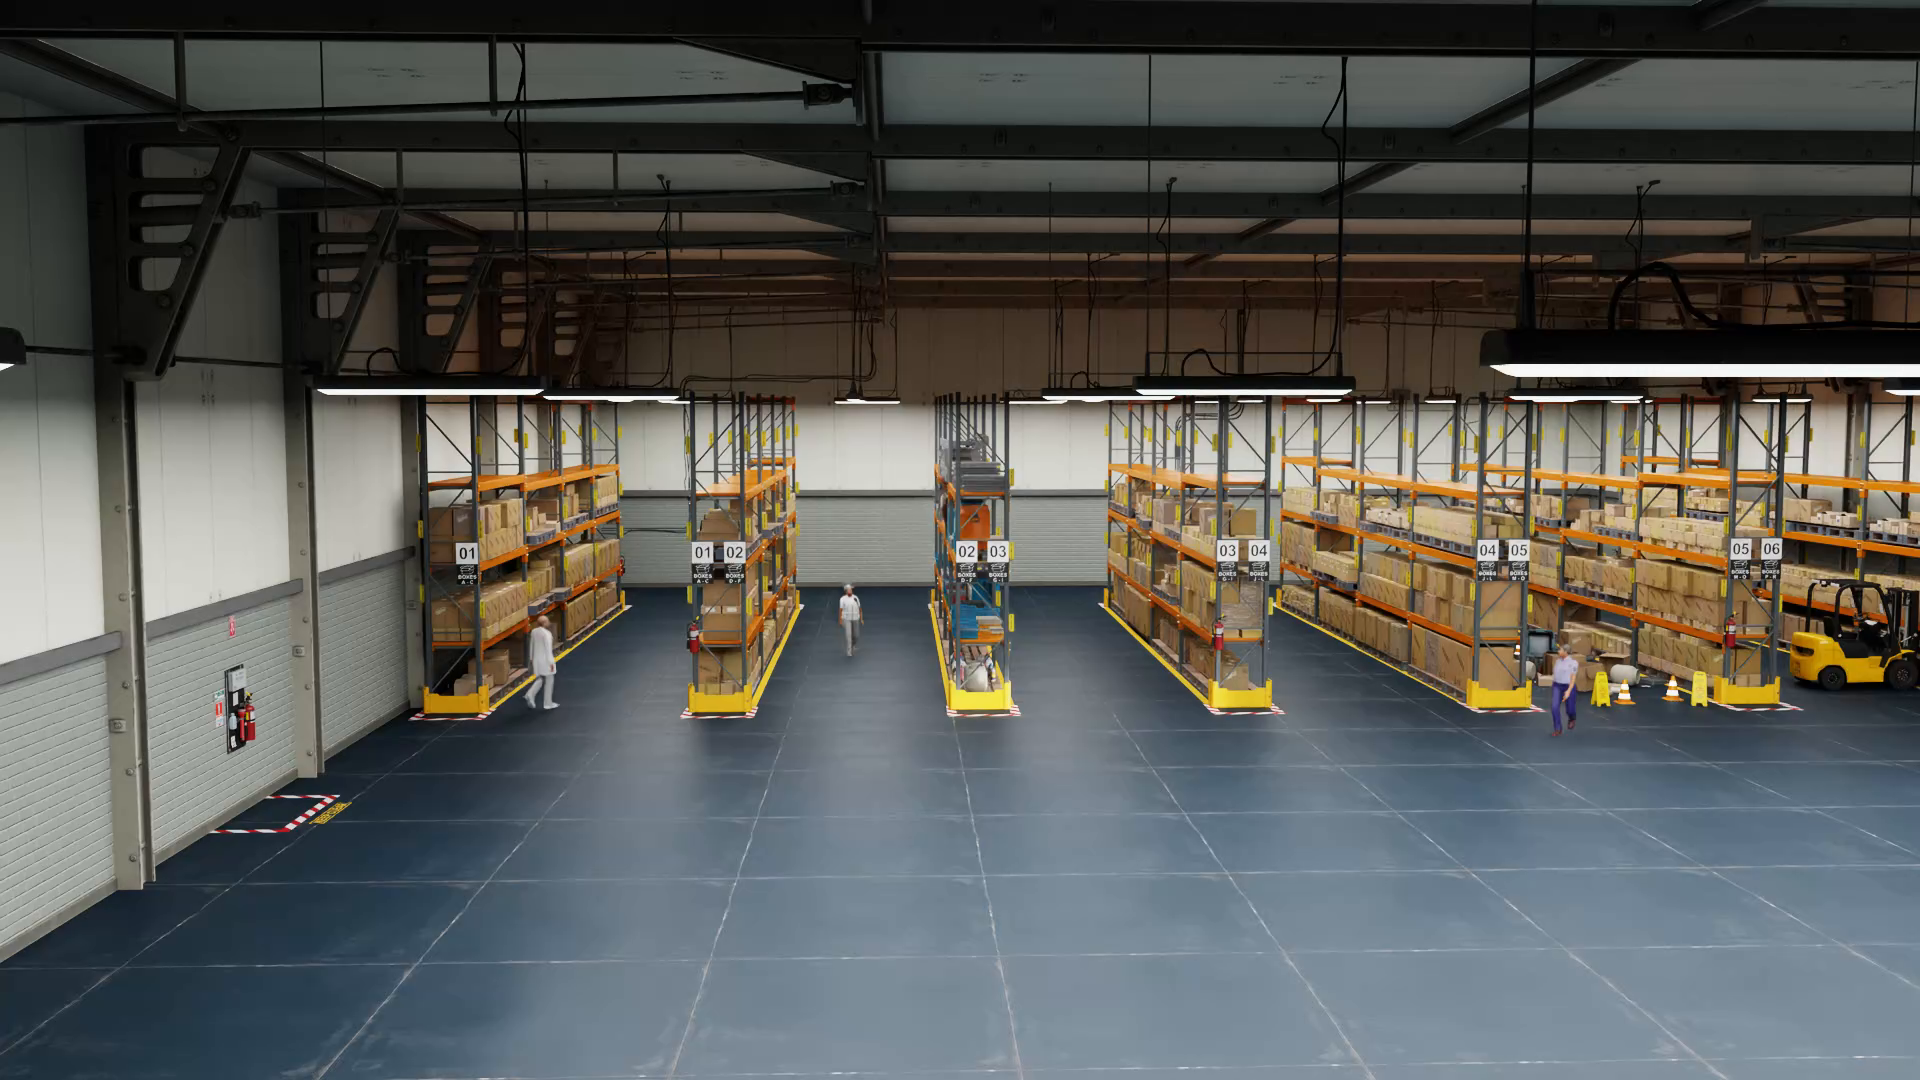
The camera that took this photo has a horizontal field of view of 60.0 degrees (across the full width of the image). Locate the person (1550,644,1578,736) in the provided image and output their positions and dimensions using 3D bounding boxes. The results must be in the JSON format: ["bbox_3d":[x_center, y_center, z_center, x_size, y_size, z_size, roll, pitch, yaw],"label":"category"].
[{"bbox_3d":[10.539,2.612,29.071,0.452,1.563,0.763,3,6,36],"label":"person"}]

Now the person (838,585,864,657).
[{"bbox_3d":[-2.514,1.832,38.267,0.569,1.610,0.881,-1,5,-13],"label":"person"}]

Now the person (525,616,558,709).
[{"bbox_3d":[-7.924,2.314,31.427,0.631,1.773,0.667,3,5,30],"label":"person"}]
